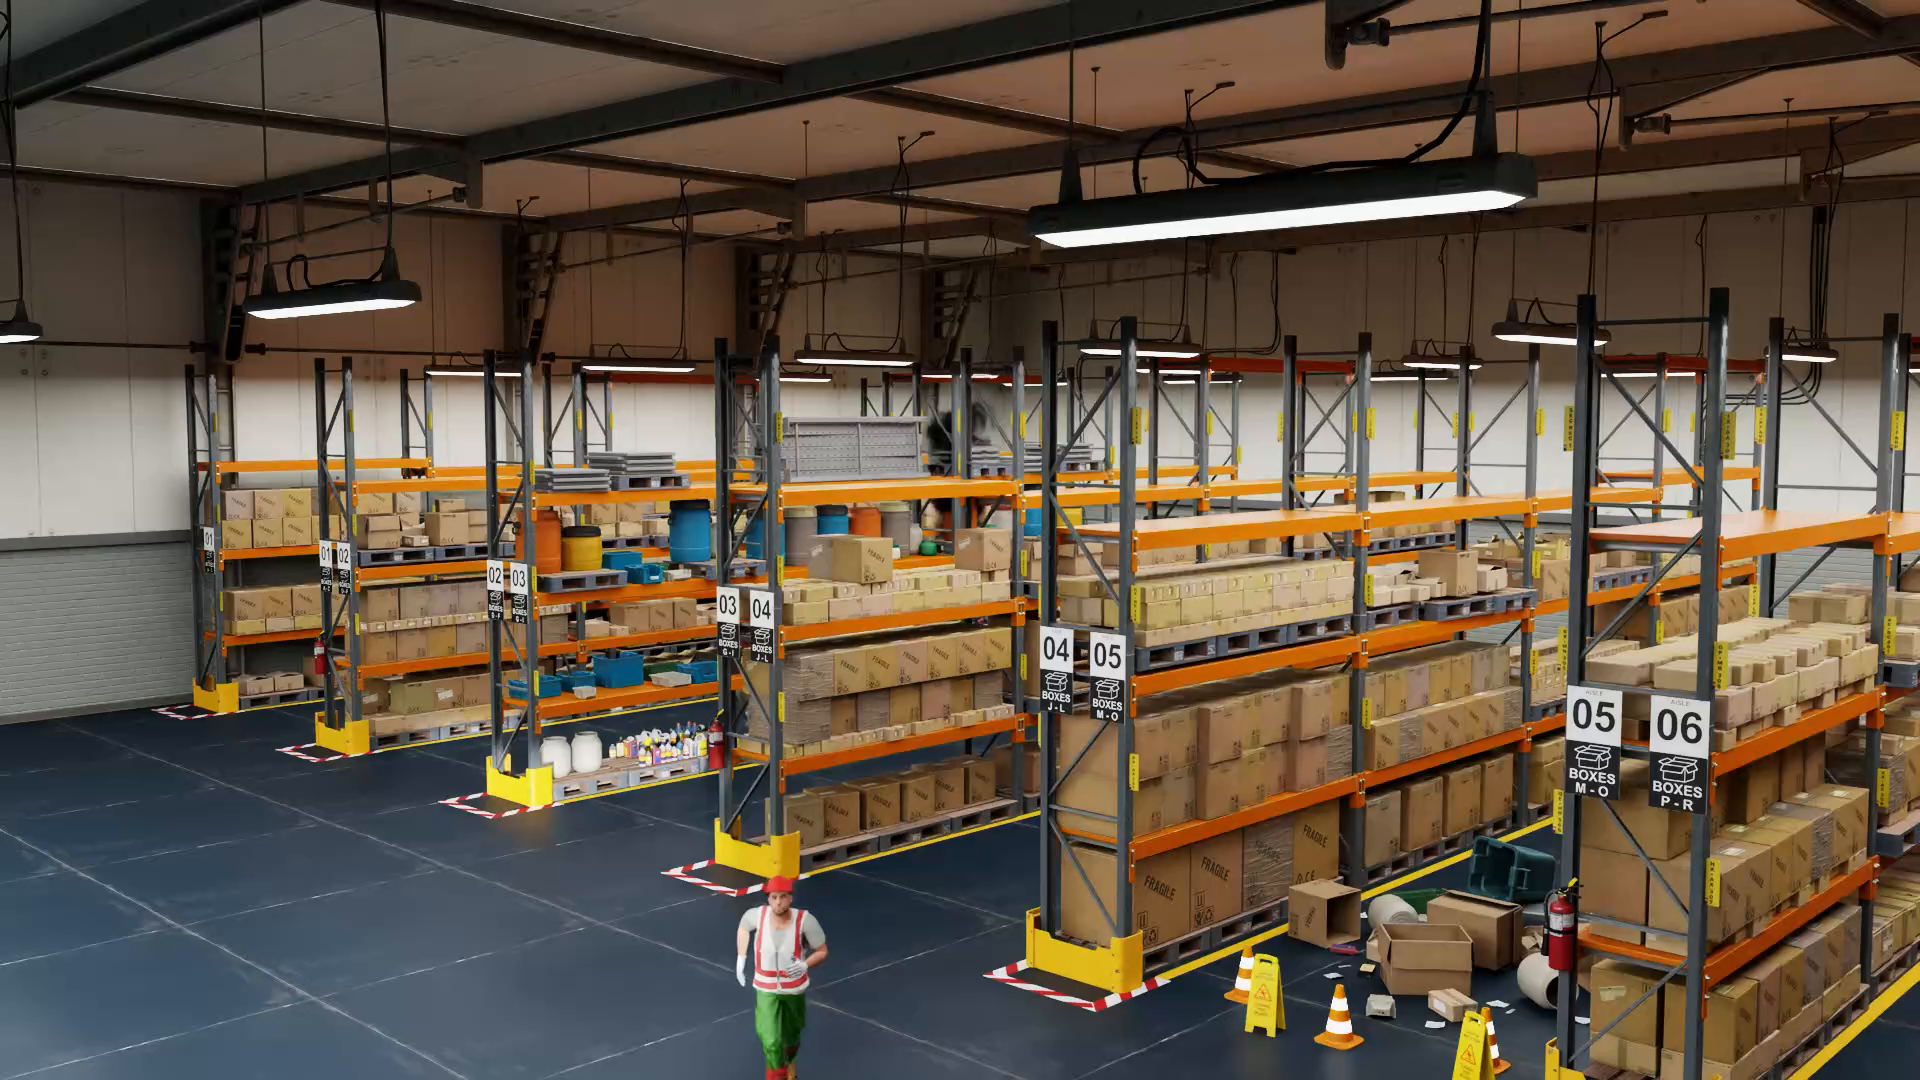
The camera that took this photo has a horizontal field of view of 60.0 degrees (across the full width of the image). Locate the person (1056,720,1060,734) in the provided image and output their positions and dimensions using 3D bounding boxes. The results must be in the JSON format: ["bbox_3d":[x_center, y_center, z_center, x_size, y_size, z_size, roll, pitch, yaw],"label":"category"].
[{"bbox_3d":[1.426,2.407,25.208,0.738,1.725,0.559,-4,6,-43],"label":"person"}]

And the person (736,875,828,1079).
[{"bbox_3d":[-1.314,3.333,12.277,0.688,1.807,1.018,0,4,-2],"label":"person"}]

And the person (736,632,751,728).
[{"bbox_3d":[-3.376,2.198,27.297,0.733,1.755,0.812,4,6,42],"label":"person"}]
